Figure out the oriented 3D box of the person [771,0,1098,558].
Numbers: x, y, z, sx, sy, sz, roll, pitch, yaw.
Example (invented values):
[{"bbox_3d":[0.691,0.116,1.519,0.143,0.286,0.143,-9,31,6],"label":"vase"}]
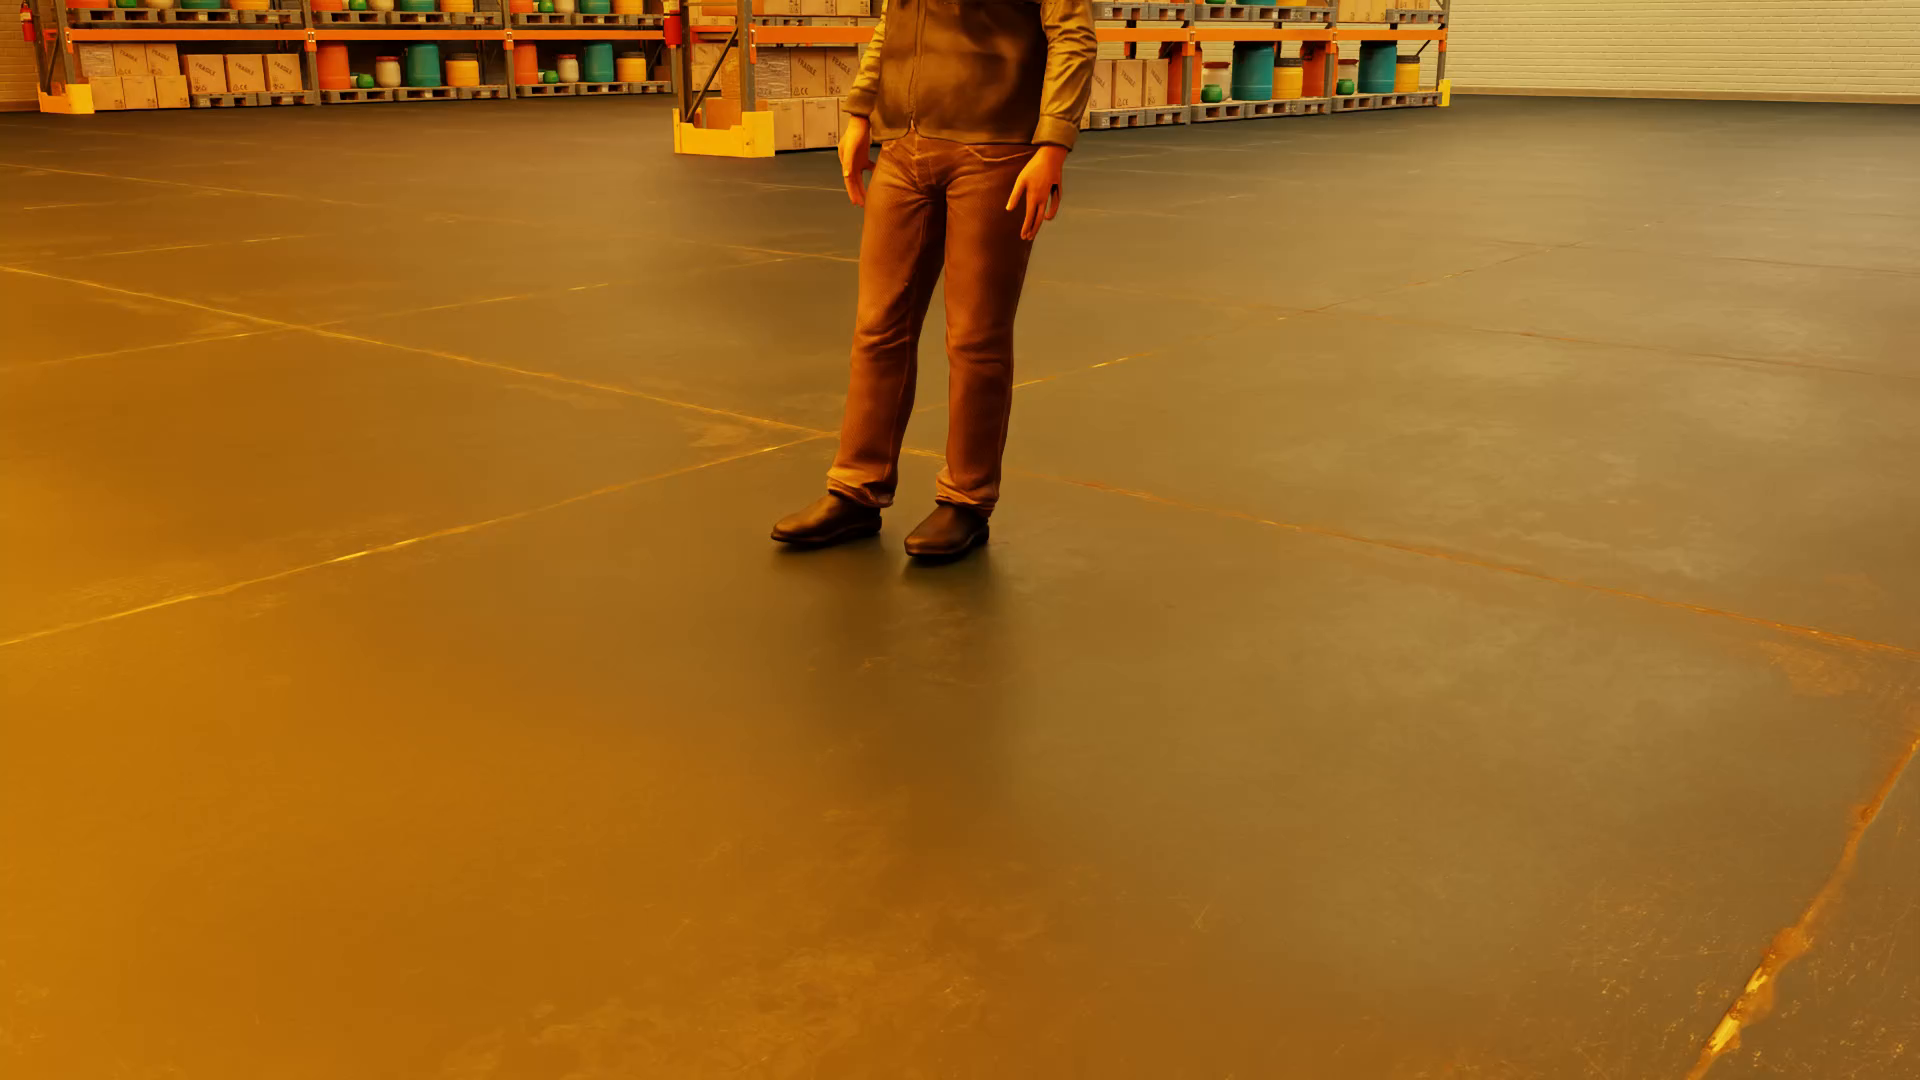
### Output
[{"bbox_3d":[-0.046,-0.818,3.648,0.633,1.722,0.566,13,21,37],"label":"person"}]
